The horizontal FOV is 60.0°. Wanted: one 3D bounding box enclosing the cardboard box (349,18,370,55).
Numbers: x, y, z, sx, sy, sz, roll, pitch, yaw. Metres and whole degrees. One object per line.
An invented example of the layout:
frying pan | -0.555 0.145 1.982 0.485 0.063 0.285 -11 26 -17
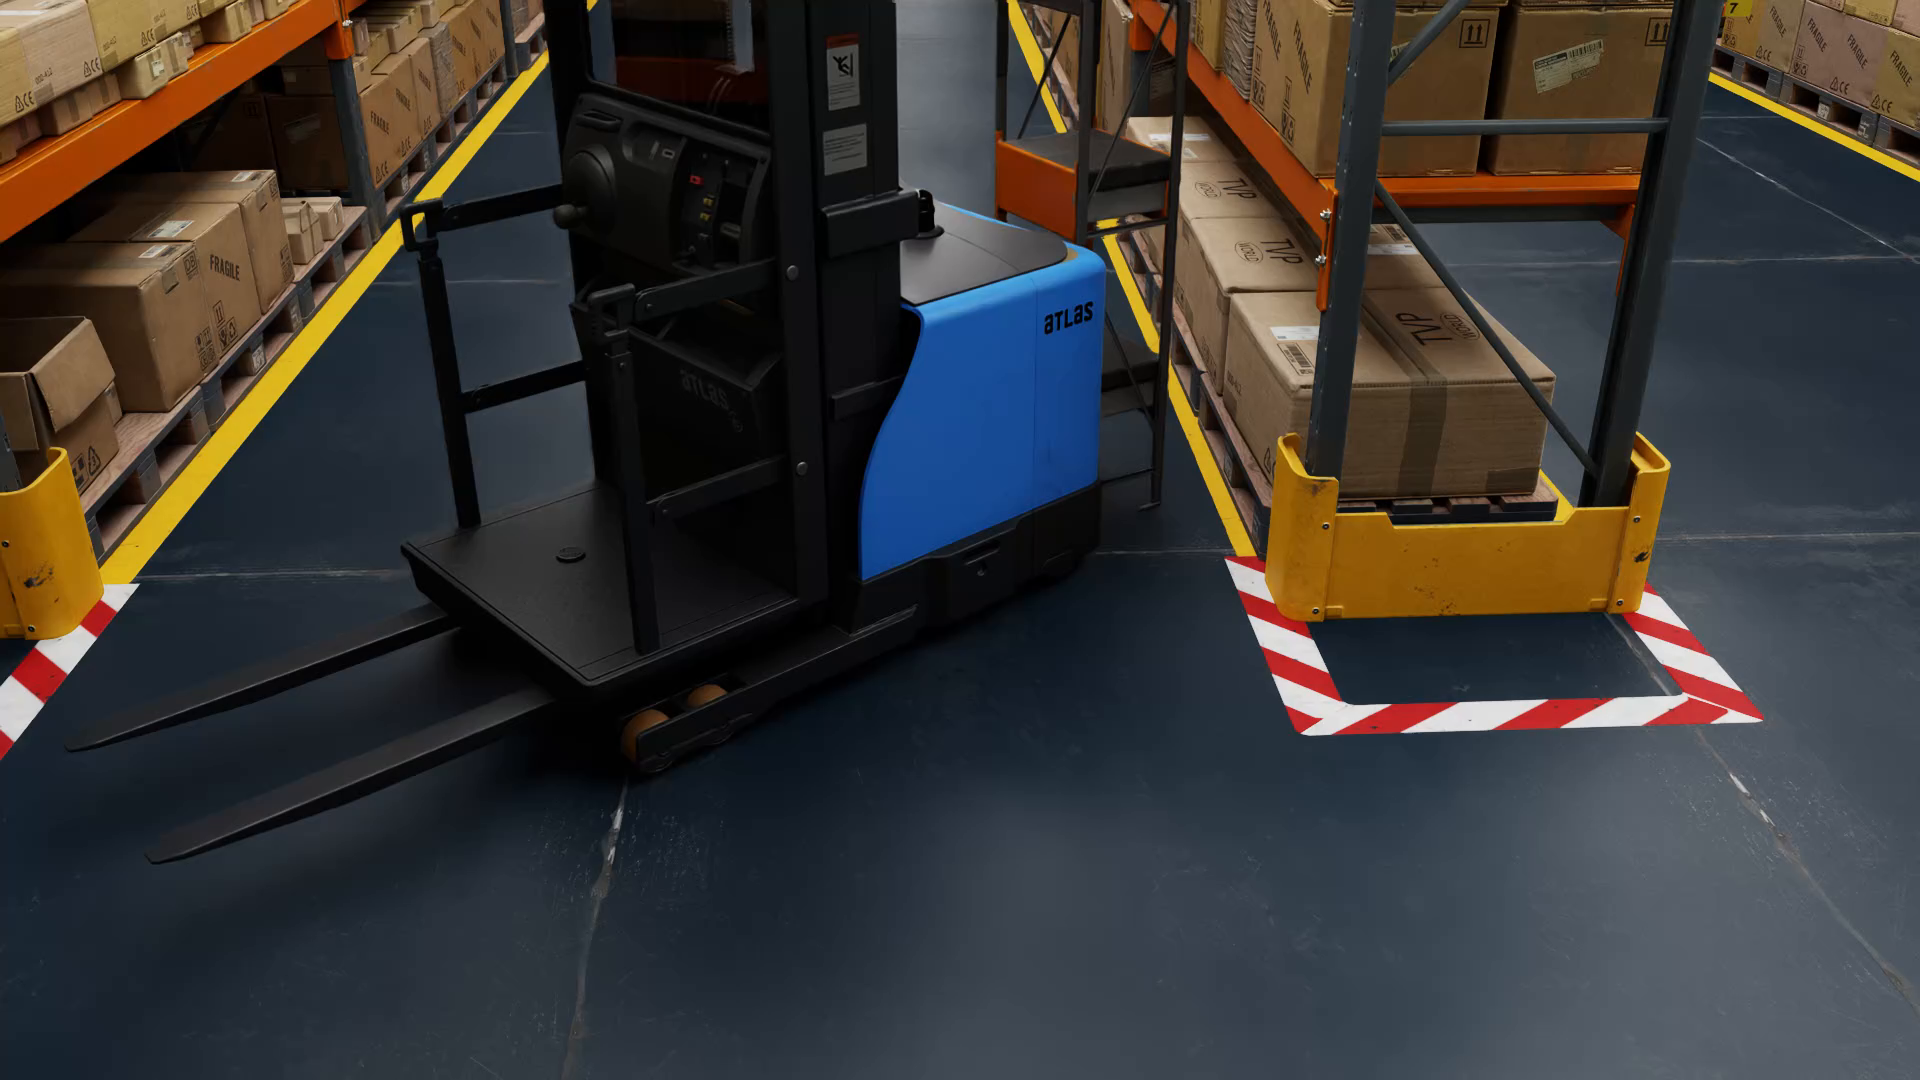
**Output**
cardboard box | -3.383 -2.688 8.886 0.380 0.149 0.250 -3 28 -5

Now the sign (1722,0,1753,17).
sign | 2.151 -1.603 4.559 0.100 0.325 0.005 -1 28 -3

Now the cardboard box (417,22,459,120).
cardboard box | -3.450 -2.922 10.358 0.500 0.500 0.500 -2 28 -4

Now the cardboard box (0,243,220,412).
cardboard box | -3.303 -0.811 6.310 0.700 0.500 0.500 0 28 -1

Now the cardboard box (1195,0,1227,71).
cardboard box | 1.219 -2.142 6.506 0.500 0.500 0.500 -1 28 -1

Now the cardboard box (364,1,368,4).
cardboard box | -4.060 -3.500 10.764 0.380 0.149 0.250 -3 28 -5

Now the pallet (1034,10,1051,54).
pallet | 1.140 -3.993 13.177 1.003 0.211 1.213 -1 28 -3

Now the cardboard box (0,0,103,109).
cardboard box | -3.141 -1.567 5.350 0.500 0.250 0.500 -1 28 -2

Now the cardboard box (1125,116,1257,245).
cardboard box | 1.313 -1.779 8.233 0.875 0.438 0.875 -2 28 -3

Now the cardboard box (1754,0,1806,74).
cardboard box | 5.929 -3.548 11.557 0.500 0.500 0.500 -1 28 -2

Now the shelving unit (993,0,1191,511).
shelving unit | 0.419 -1.108 5.602 0.431 2.100 0.503 -15 31 -27

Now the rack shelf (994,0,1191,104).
rack shelf | 0.418 -1.717 5.286 0.431 0.518 0.480 -15 31 -27

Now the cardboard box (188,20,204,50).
cardboard box | -3.297 -2.047 6.703 0.380 0.149 0.250 -1 28 -2

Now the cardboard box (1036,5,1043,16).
cardboard box | 1.113 -4.491 13.505 0.950 0.372 0.625 -2 28 -4

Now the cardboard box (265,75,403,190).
cardboard box | -3.370 -2.206 8.985 0.500 0.500 0.500 0 28 0

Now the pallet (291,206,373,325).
pallet | -3.534 -1.346 8.103 1.003 0.211 1.213 -1 28 -3

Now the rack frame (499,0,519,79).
rack frame | -3.778 -4.747 11.608 1.000 3.000 0.127 -1 28 -3

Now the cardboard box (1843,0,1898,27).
cardboard box | 5.979 -3.417 10.496 0.500 0.250 0.500 -3 28 -5

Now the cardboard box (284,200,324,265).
cardboard box | -3.228 -1.458 7.805 0.396 0.266 0.258 0 28 -1

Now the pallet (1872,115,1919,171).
pallet | 6.284 -2.310 9.952 1.003 0.211 1.213 -1 28 -3

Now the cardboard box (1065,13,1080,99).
cardboard box | 1.174 -3.380 10.829 0.875 0.875 0.875 -1 28 -2

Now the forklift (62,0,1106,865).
forklift | -0.964 -0.939 4.381 3.031 2.935 1.130 -23 35 -36

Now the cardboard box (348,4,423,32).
cardboard box | -3.496 -3.163 10.118 0.380 0.149 0.250 -1 28 -2

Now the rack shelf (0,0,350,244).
rack shelf | -3.465 -1.657 6.461 1.077 0.370 4.000 -1 28 -3

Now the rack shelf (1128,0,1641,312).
rack shelf | 1.492 -1.779 6.694 1.077 0.370 4.000 -1 28 -3

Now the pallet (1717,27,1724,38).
pallet | 6.151 -4.164 13.506 1.003 0.211 1.213 -1 28 -3

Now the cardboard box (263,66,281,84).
cardboard box | -3.895 -2.549 8.942 0.380 0.149 0.250 -1 28 -3

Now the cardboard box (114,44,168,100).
cardboard box | -3.121 -1.696 6.029 0.380 0.149 0.250 -2 28 -4

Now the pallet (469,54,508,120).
pallet | -3.777 -3.165 11.590 1.003 0.211 1.213 -1 28 -3

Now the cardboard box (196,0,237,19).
cardboard box | -3.245 -2.274 6.707 0.500 0.250 0.500 -2 28 -3

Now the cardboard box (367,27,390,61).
cardboard box | -3.466 -2.808 9.437 0.380 0.149 0.250 -2 28 -4

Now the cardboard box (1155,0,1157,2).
cardboard box | 1.151 -2.842 7.848 0.500 0.500 0.500 -1 28 -1

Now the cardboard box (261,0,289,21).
cardboard box | -3.227 -2.408 7.395 0.380 0.149 0.250 -1 28 -1

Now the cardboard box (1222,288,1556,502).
cardboard box | 1.462 -0.526 5.832 0.875 0.438 0.875 -2 28 -4

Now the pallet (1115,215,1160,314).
pallet | 1.349 -1.432 8.267 1.003 0.211 1.213 -1 28 -3

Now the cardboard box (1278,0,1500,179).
cardboard box | 1.307 -1.435 5.149 0.500 0.500 0.500 -1 28 -2

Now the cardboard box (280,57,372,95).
cardboard box | -3.322 -2.437 8.727 0.380 0.149 0.250 0 28 0

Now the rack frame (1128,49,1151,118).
rack frame | 1.388 -3.021 8.299 1.000 3.000 0.127 -1 28 -3

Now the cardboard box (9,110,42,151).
cardboard box | -3.211 -1.336 5.340 0.380 0.149 0.250 -2 28 -3

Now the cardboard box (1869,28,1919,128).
cardboard box | 6.009 -2.838 10.196 0.500 0.500 0.500 -2 28 -4

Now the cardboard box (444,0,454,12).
cardboard box | -3.516 -3.519 10.802 0.380 0.149 0.250 -1 28 -1

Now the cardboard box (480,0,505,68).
cardboard box | -3.541 -3.635 11.724 0.500 0.500 0.500 -1 28 -1
